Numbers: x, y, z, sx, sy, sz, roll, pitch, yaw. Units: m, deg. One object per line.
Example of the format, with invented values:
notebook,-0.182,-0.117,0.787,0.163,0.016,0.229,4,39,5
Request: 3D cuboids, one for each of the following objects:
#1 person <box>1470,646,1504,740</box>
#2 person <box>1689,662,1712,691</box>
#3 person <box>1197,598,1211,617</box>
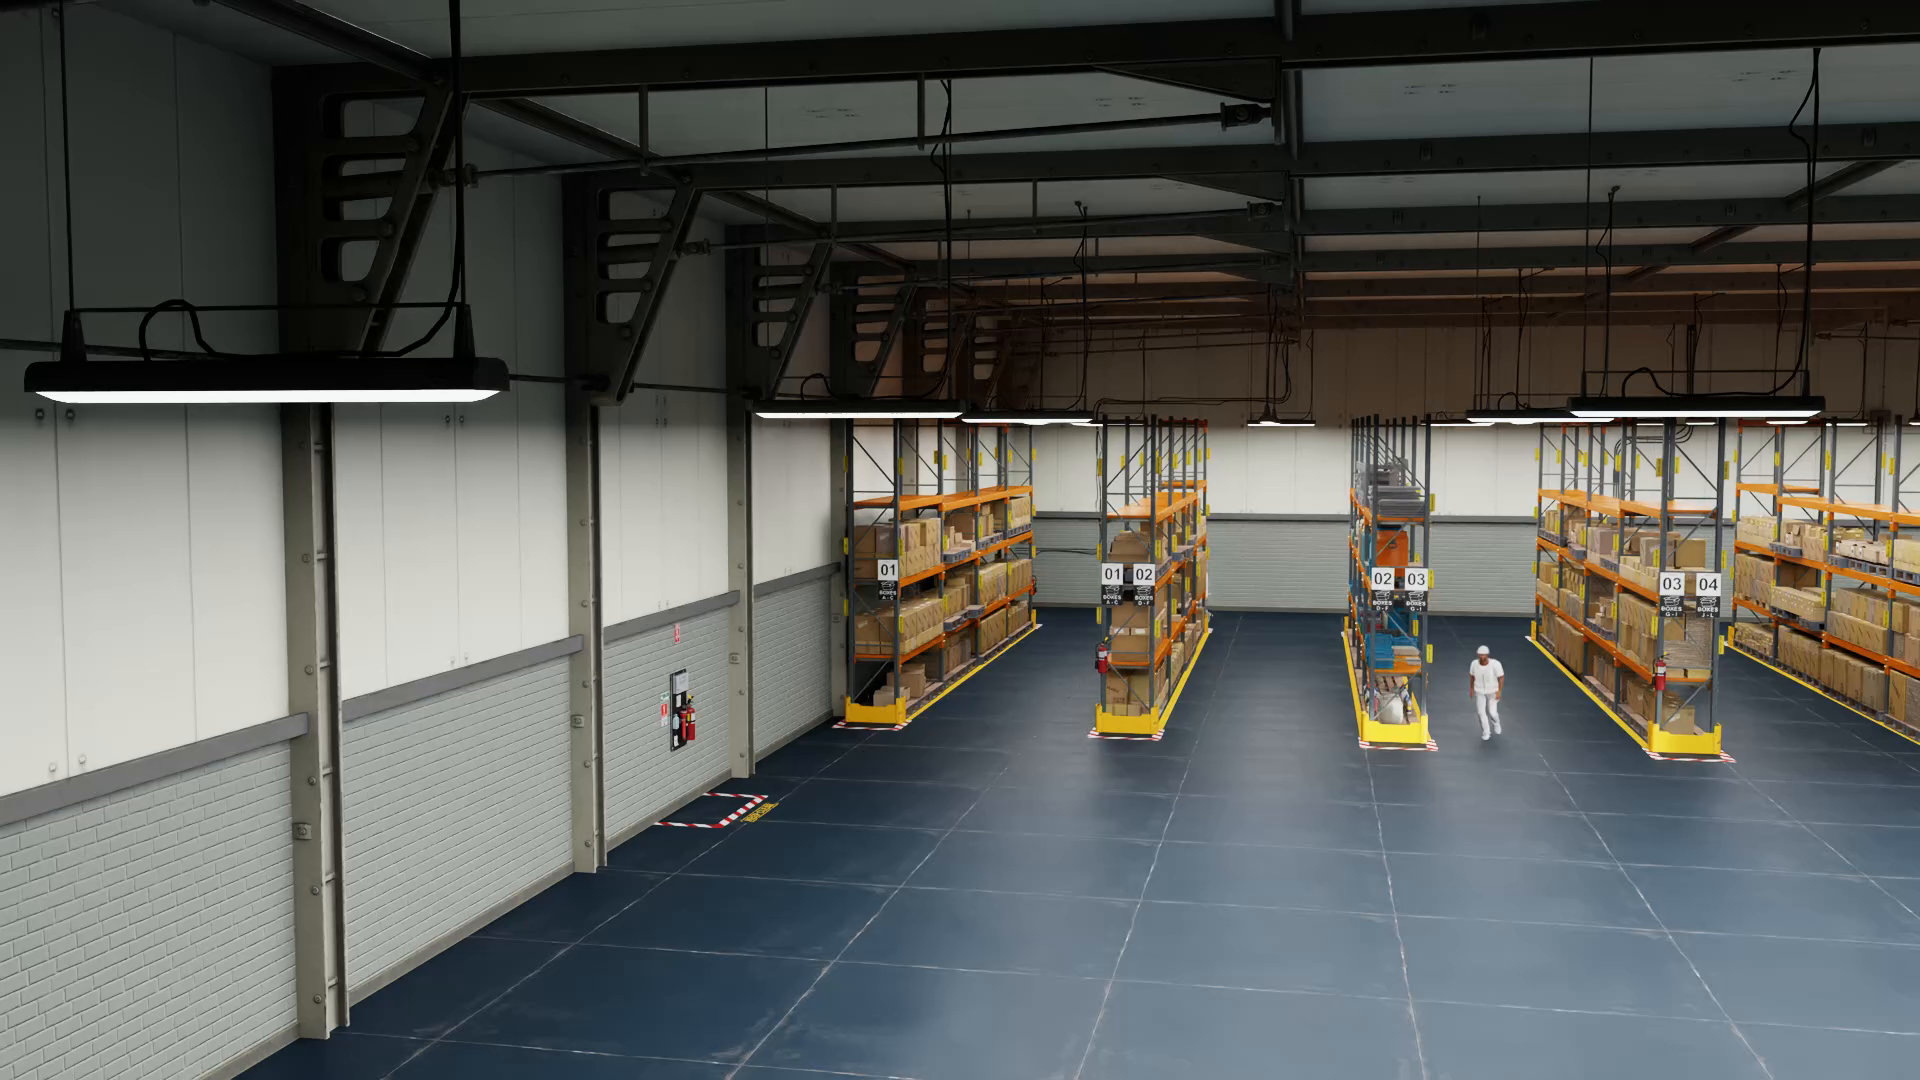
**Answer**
person,9.785,2.805,30.853,0.630,1.732,0.717,2,4,31
person,16.148,2.416,36.242,0.545,1.730,1.048,1,4,14
person,6.952,1.597,48.691,1.002,1.745,0.584,-2,4,-23
